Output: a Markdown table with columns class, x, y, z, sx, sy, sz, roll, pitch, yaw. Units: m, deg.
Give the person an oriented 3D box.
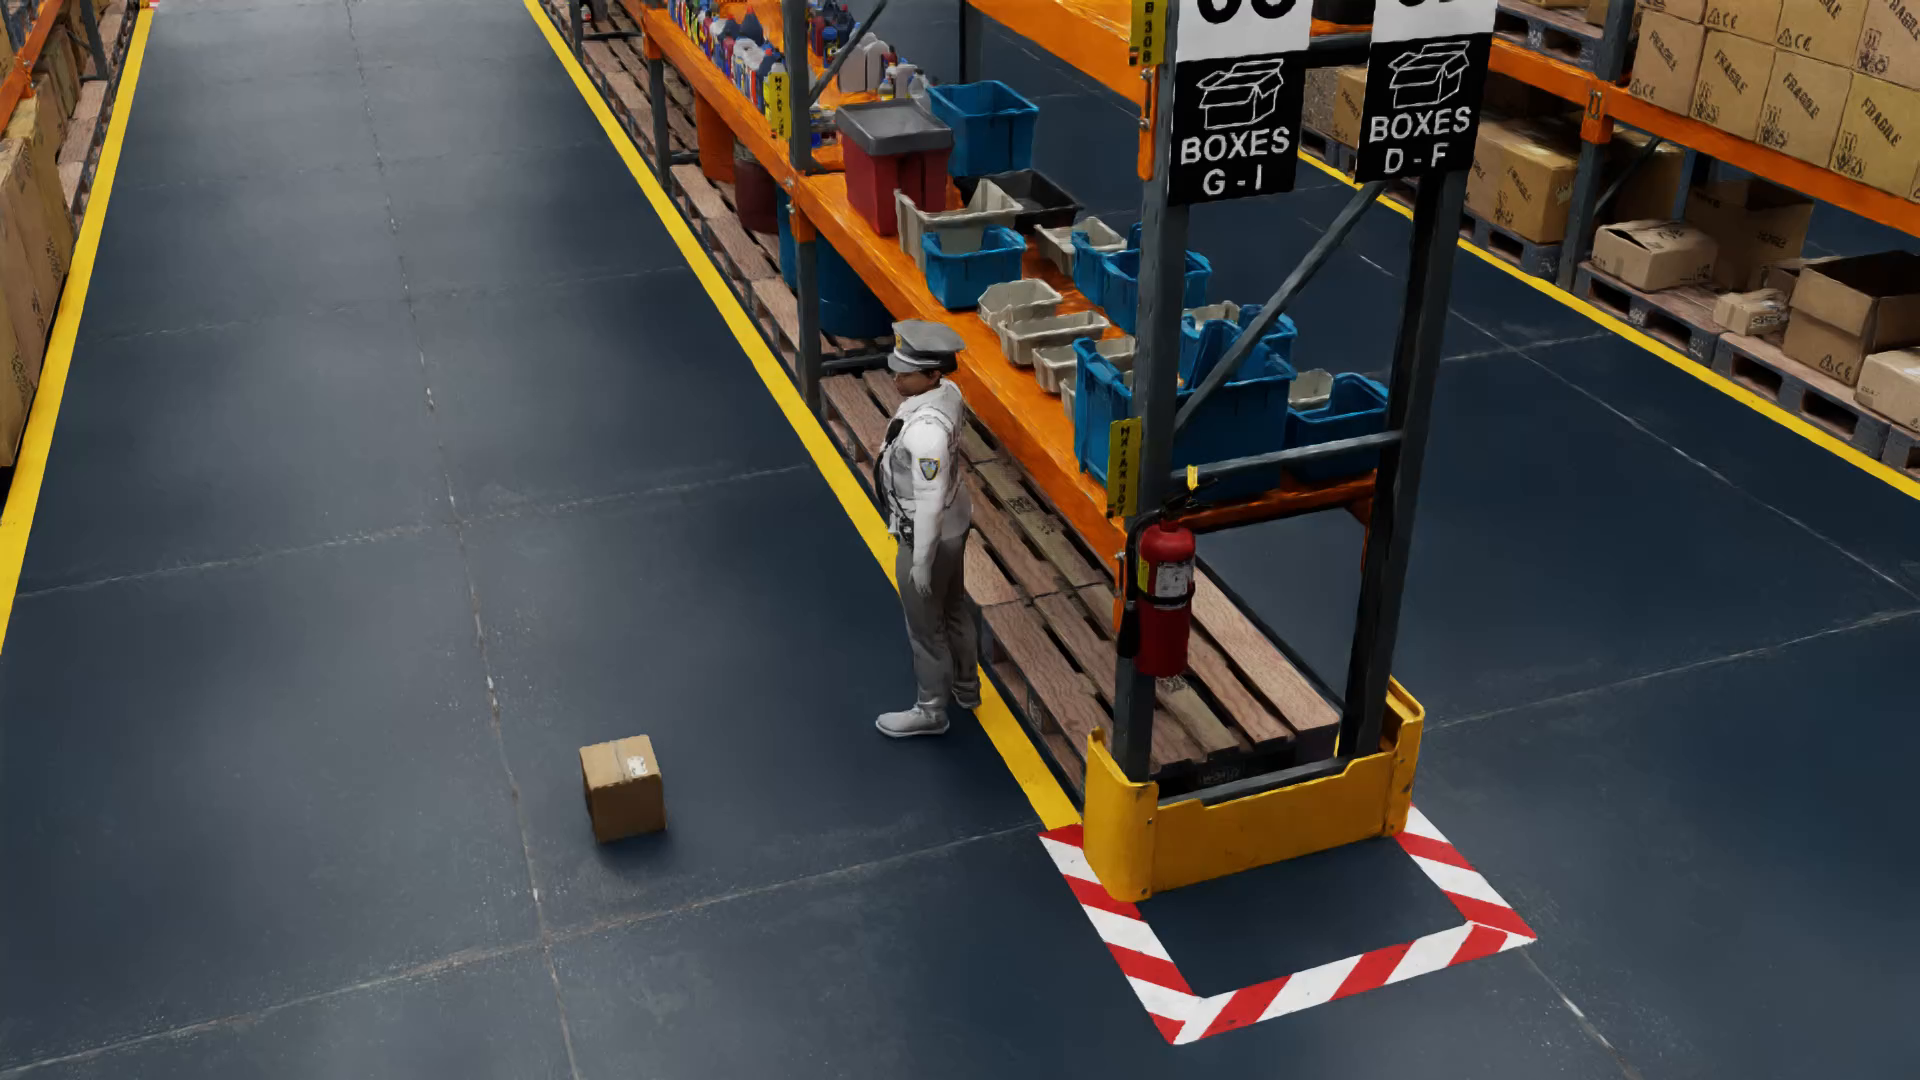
| class | x | y | z | sx | sy | sz | roll | pitch | yaw |
| --- | --- | --- | --- | --- | --- | --- | --- | --- | --- |
| person | -0.116 | -0.040 | 6.161 | 0.380 | 1.676 | 0.567 | 6 | 31 | 10 |
